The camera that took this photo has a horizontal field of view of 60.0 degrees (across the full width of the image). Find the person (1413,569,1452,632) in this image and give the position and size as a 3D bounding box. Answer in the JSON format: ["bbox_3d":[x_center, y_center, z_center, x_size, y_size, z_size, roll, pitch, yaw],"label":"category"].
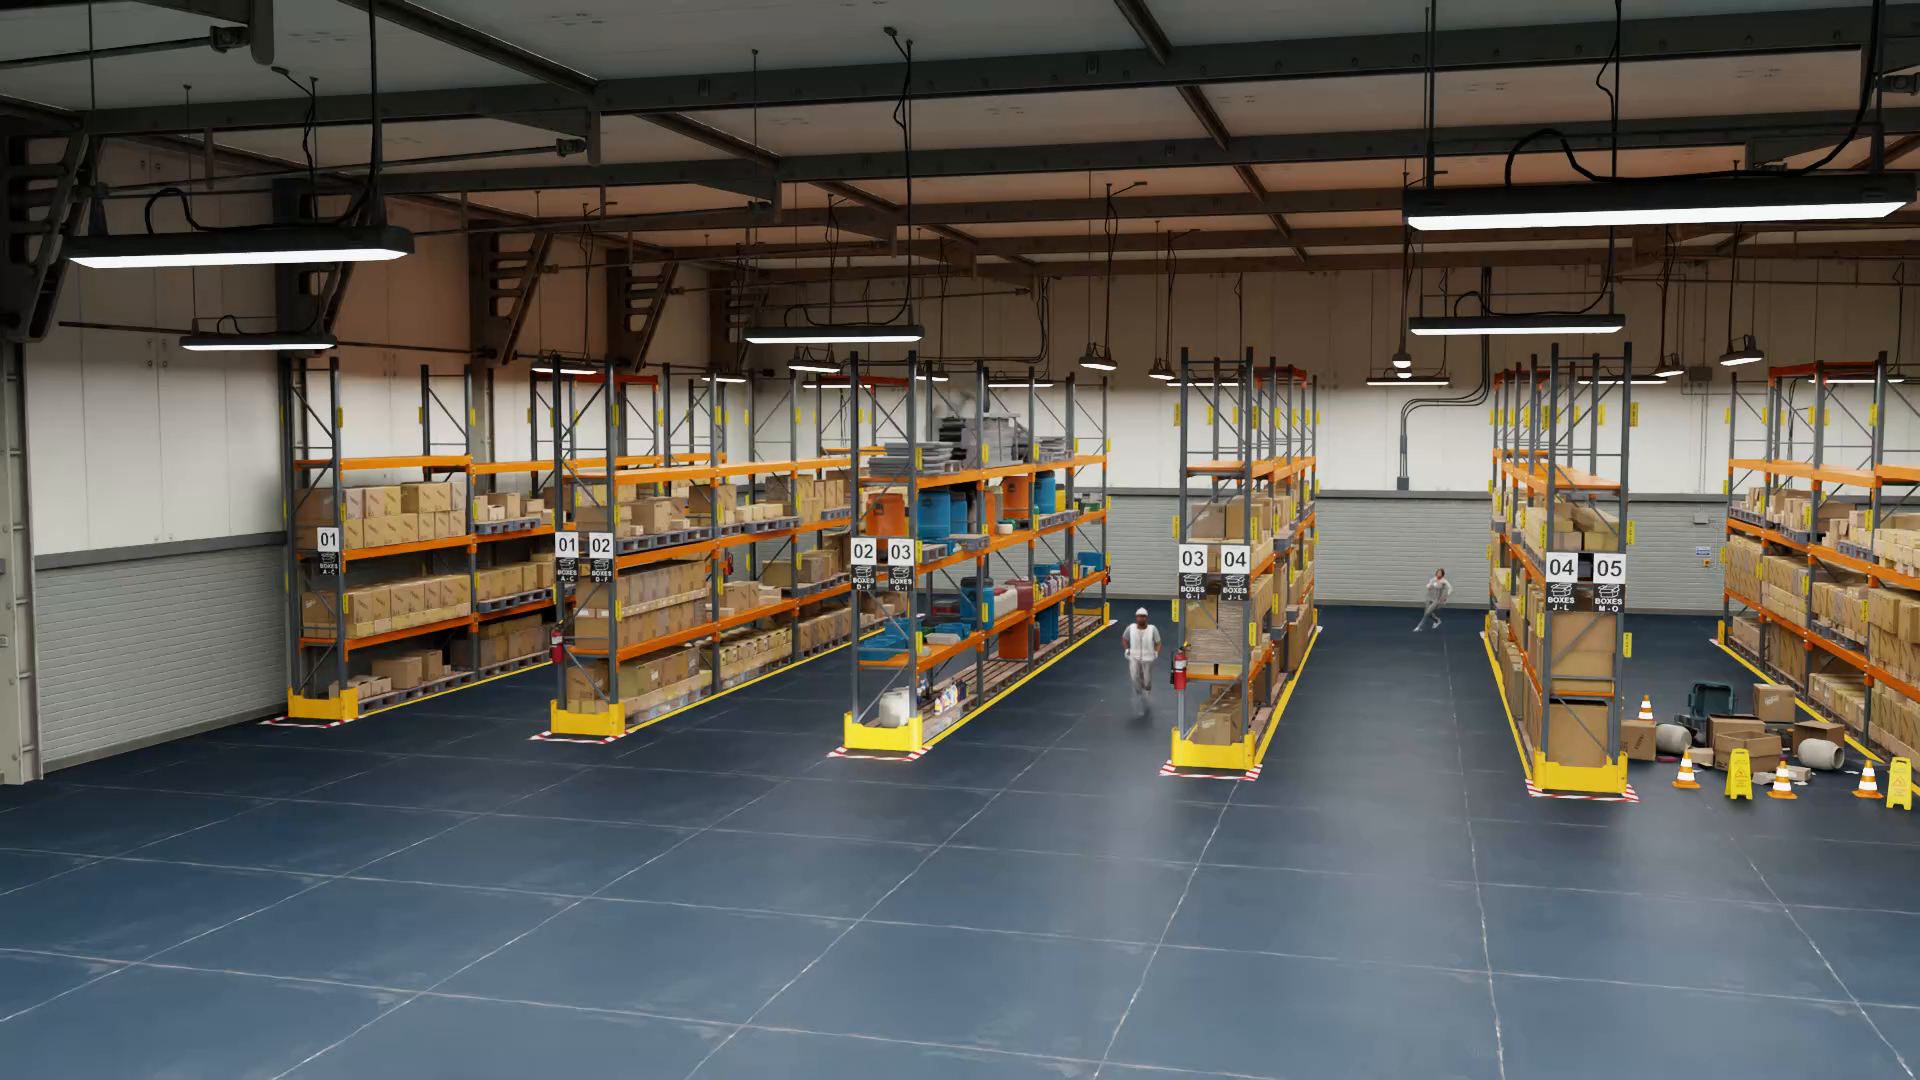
[{"bbox_3d":[11.043,1.411,38.753,0.717,1.512,0.655,-3,5,-31],"label":"person"}]

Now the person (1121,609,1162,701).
[{"bbox_3d":[3.056,1.956,28.060,0.680,1.608,0.869,1,4,8],"label":"person"}]
